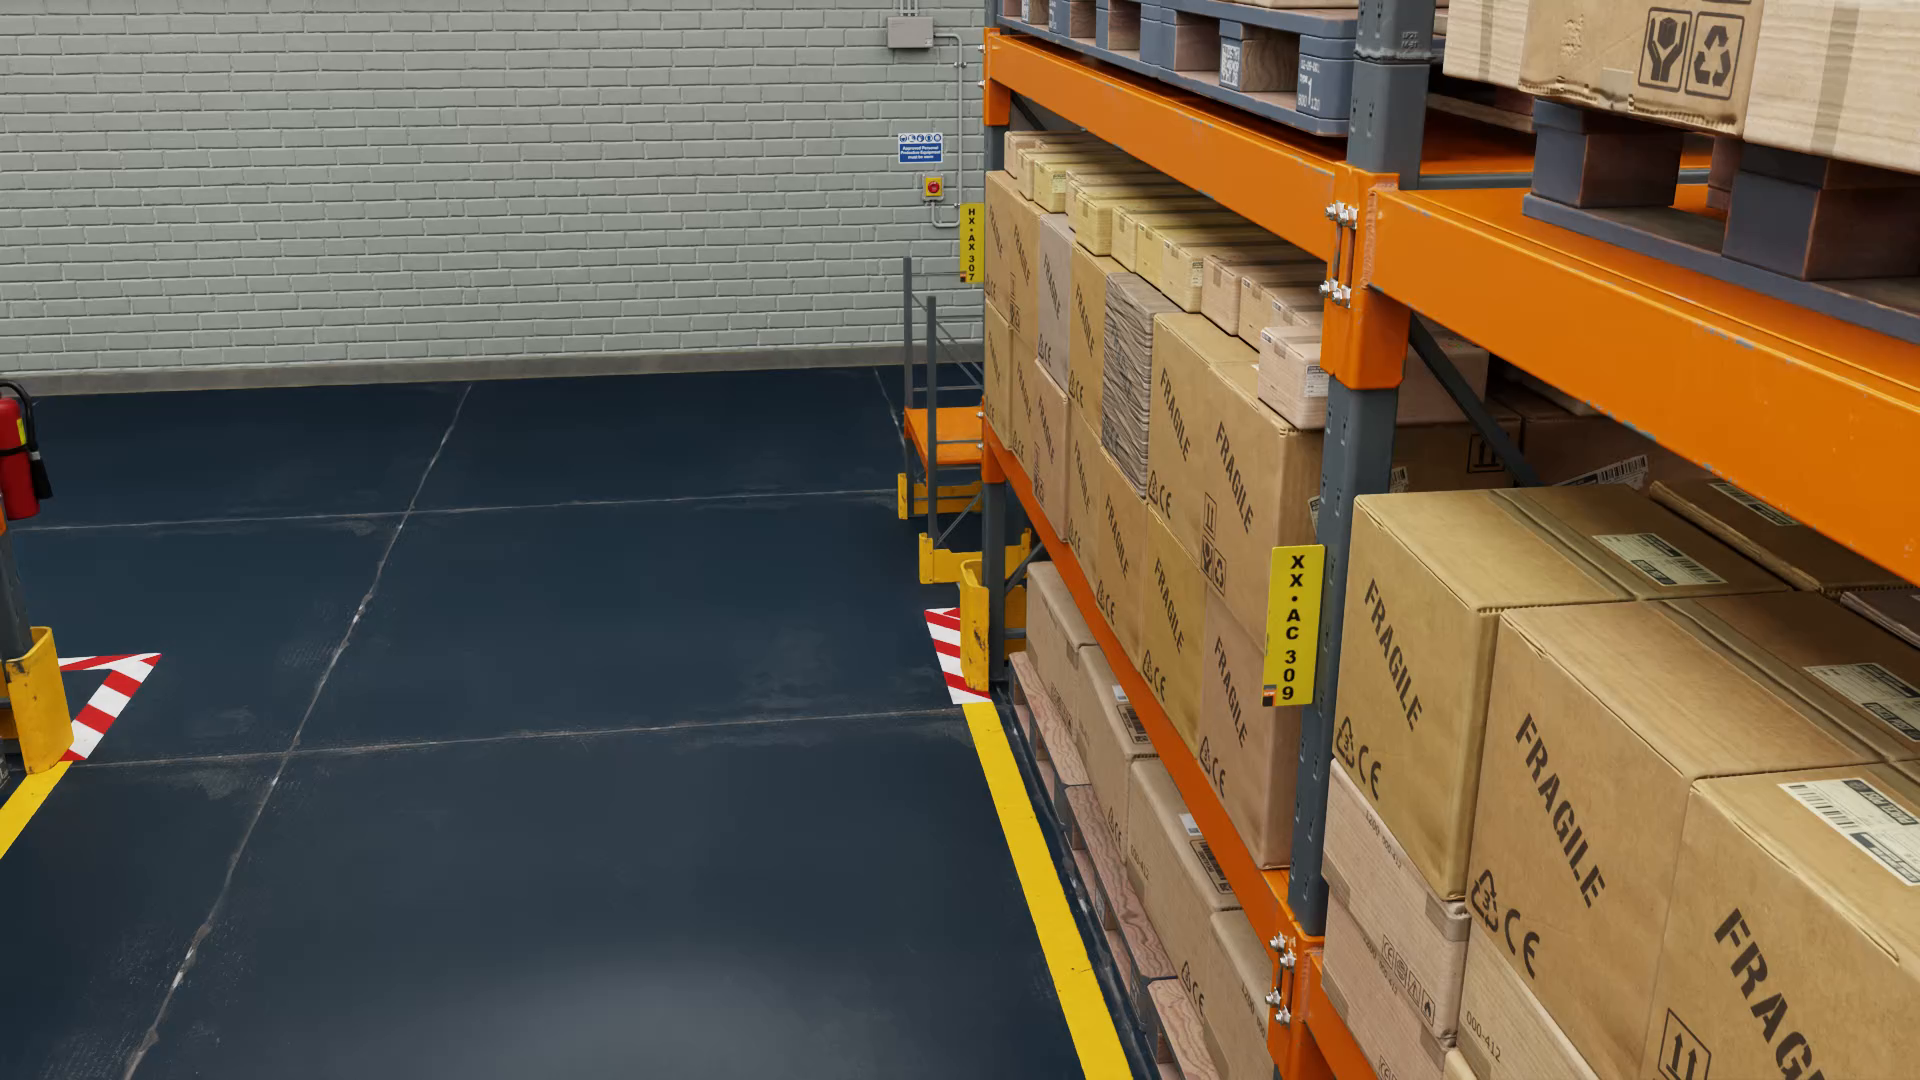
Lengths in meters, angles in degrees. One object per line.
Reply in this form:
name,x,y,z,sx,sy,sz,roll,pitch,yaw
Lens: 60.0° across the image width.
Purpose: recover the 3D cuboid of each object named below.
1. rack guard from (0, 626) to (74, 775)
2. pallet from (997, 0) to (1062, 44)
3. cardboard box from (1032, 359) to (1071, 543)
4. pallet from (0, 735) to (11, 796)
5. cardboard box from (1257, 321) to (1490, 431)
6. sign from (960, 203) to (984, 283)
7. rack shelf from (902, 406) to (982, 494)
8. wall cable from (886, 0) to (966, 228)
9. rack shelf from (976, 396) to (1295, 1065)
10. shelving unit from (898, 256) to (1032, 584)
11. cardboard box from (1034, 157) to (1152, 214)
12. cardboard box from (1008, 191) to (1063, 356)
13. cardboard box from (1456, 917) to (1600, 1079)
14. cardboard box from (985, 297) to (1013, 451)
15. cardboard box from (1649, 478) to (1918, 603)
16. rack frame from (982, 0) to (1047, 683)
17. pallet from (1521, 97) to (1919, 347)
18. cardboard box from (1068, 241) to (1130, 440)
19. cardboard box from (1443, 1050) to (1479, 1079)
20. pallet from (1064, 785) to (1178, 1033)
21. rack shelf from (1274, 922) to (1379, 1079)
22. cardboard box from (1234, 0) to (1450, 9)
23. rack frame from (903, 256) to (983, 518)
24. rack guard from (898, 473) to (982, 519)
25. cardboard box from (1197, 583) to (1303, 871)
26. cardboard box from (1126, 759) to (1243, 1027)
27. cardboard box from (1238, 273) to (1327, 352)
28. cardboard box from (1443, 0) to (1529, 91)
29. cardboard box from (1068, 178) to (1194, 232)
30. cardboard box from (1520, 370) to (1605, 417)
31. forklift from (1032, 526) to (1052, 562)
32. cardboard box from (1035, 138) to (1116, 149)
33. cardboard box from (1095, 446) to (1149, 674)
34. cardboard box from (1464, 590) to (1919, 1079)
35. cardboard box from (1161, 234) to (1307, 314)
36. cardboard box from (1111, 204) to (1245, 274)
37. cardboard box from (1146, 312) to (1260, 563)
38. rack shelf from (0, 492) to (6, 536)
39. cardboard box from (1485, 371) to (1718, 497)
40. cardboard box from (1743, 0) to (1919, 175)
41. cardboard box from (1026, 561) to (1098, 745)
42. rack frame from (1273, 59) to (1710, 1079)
rack guard,-4.273,0.675,6.693,1.175,0.500,0.348,-3,21,-8
pallet,0.717,-1.914,5.893,1.003,0.211,1.213,-3,21,-8
cardboard box,0.541,-0.322,5.648,0.500,0.500,0.500,-3,21,-8
pallet,-4.191,1.094,5.986,1.003,0.211,1.213,-3,21,-8
cardboard box,0.817,-0.331,3.317,0.380,0.149,0.250,-3,21,-9
sign,0.050,-1.223,6.854,0.100,0.325,0.005,-3,21,-8
rack shelf,0.012,-0.505,8.938,0.538,0.185,1.000,-3,21,-8
wall cable,-0.236,-3.248,12.129,0.585,1.953,0.123,-3,21,-8
rack shelf,0.888,0.223,5.360,1.077,0.370,4.000,-3,21,-8
shelving unit,0.011,-0.676,8.883,0.587,1.500,1.083,-3,21,-8
cardboard box,0.465,-1.216,5.685,0.380,0.149,0.250,-4,21,-10
cardboard box,0.469,-0.963,5.935,0.500,0.500,0.500,-3,21,-9
cardboard box,1.064,0.760,2.394,0.500,0.250,0.500,-3,21,-7
cardboard box,0.385,-0.673,6.587,0.500,0.500,0.500,-3,21,-8
cardboard box,1.490,0.205,2.808,0.500,0.500,0.500,-2,21,-6
rack frame,0.600,-0.807,7.089,1.000,3.000,0.127,-3,21,-8
pallet,1.358,-0.422,2.046,0.805,0.209,1.217,-4,21,-10
cardboard box,0.623,-0.612,4.996,0.500,0.500,0.500,-3,21,-8
cardboard box,1.055,0.993,2.484,0.500,0.250,0.500,-3,21,-9
pallet,0.965,1.194,5.717,1.003,0.211,1.213,-3,21,-8
rack shelf,1.465,1.608,1.652,1.077,0.370,4.000,-3,21,-8
cardboard box,0.768,-1.212,3.337,0.396,0.266,0.258,-2,21,-6
rack frame,-0.061,-0.849,9.346,0.500,1.500,0.032,-3,21,-8
rack guard,-0.061,-0.263,9.563,0.587,0.250,0.087,-3,21,-8
cardboard box,0.857,0.384,3.758,0.500,0.500,0.500,-3,21,-7
cardboard box,1.063,1.049,5.182,0.875,0.438,0.875,-4,21,-9
cardboard box,0.860,-0.515,3.809,0.380,0.149,0.250,-3,21,-8
cardboard box,0.902,-0.770,2.295,0.396,0.266,0.258,-3,21,-8
cardboard box,0.550,-1.039,5.212,0.380,0.149,0.250,-3,21,-7
cardboard box,1.388,-0.363,3.402,0.380,0.149,0.250,-3,21,-9
forklift,1.909,-1.031,7.786,3.031,2.935,1.130,11,23,27
cardboard box,0.486,-1.402,6.183,0.380,0.149,0.250,-2,21,-6
cardboard box,0.690,0.033,4.699,0.500,0.500,0.500,-3,21,-9
cardboard box,1.056,0.405,2.274,0.500,0.500,0.500,-3,21,-8
cardboard box,0.734,-0.687,4.268,0.380,0.149,0.250,-3,21,-8
cardboard box,0.645,-0.861,4.737,0.380,0.149,0.250,-3,21,-8
cardboard box,0.770,-0.262,4.060,0.500,0.500,0.500,-3,21,-9
rack shelf,-3.995,0.508,4.598,1.077,0.370,4.000,-3,21,-8
cardboard box,1.348,-0.114,3.662,0.500,0.500,0.500,-3,21,-7
cardboard box,1.013,-0.458,1.603,0.380,0.166,0.250,-4,21,-11
cardboard box,0.794,0.420,6.865,0.875,0.438,0.875,-4,21,-10
rack frame,1.177,0.578,3.381,1.000,3.000,0.127,-3,21,-8
